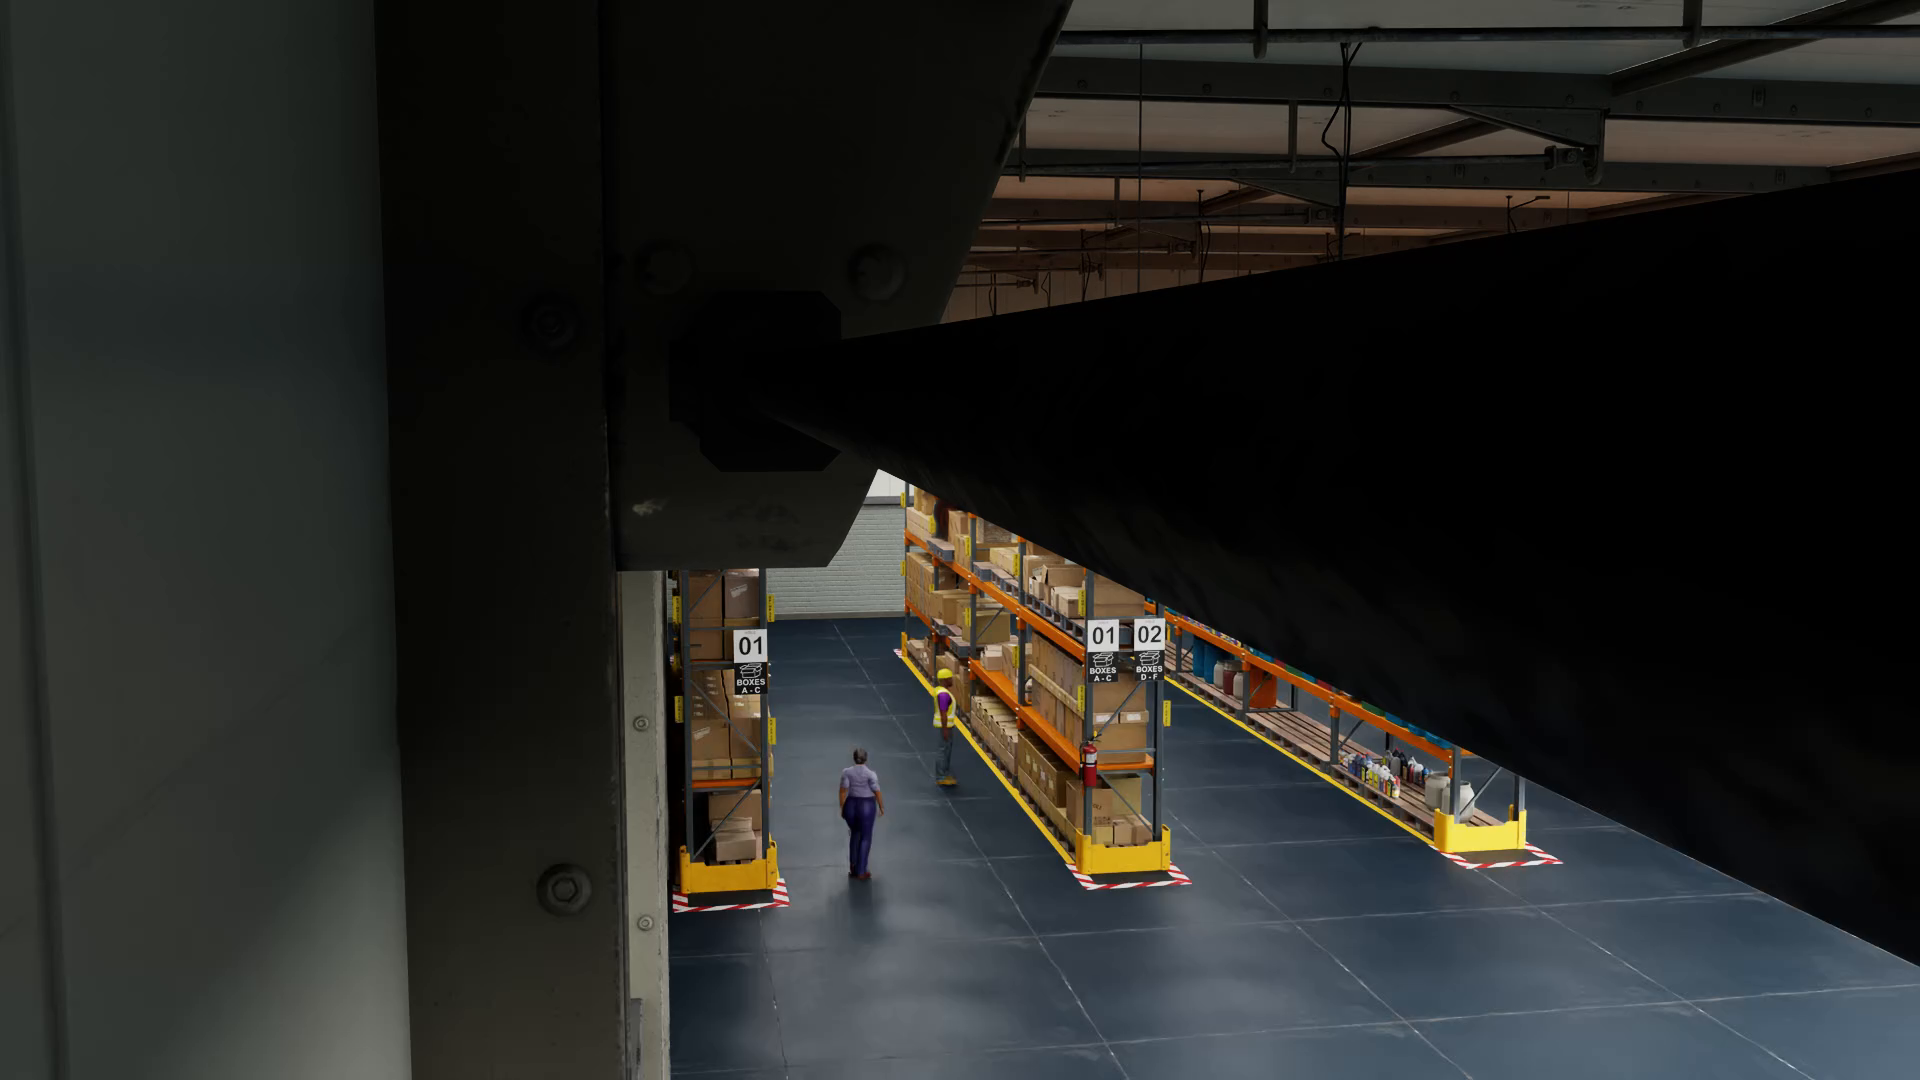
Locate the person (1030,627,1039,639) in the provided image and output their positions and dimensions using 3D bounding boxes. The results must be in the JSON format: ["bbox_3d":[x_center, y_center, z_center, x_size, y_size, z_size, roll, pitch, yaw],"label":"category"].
[{"bbox_3d":[1.656,1.857,33.283,0.518,1.756,0.558,-1,6,-14],"label":"person"}]

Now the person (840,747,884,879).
[{"bbox_3d":[-1.217,3.384,20.644,0.513,1.686,0.487,3,7,25],"label":"person"}]

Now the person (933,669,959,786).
[{"bbox_3d":[-0.203,2.845,25.278,0.407,1.785,0.647,0,6,-4],"label":"person"}]
